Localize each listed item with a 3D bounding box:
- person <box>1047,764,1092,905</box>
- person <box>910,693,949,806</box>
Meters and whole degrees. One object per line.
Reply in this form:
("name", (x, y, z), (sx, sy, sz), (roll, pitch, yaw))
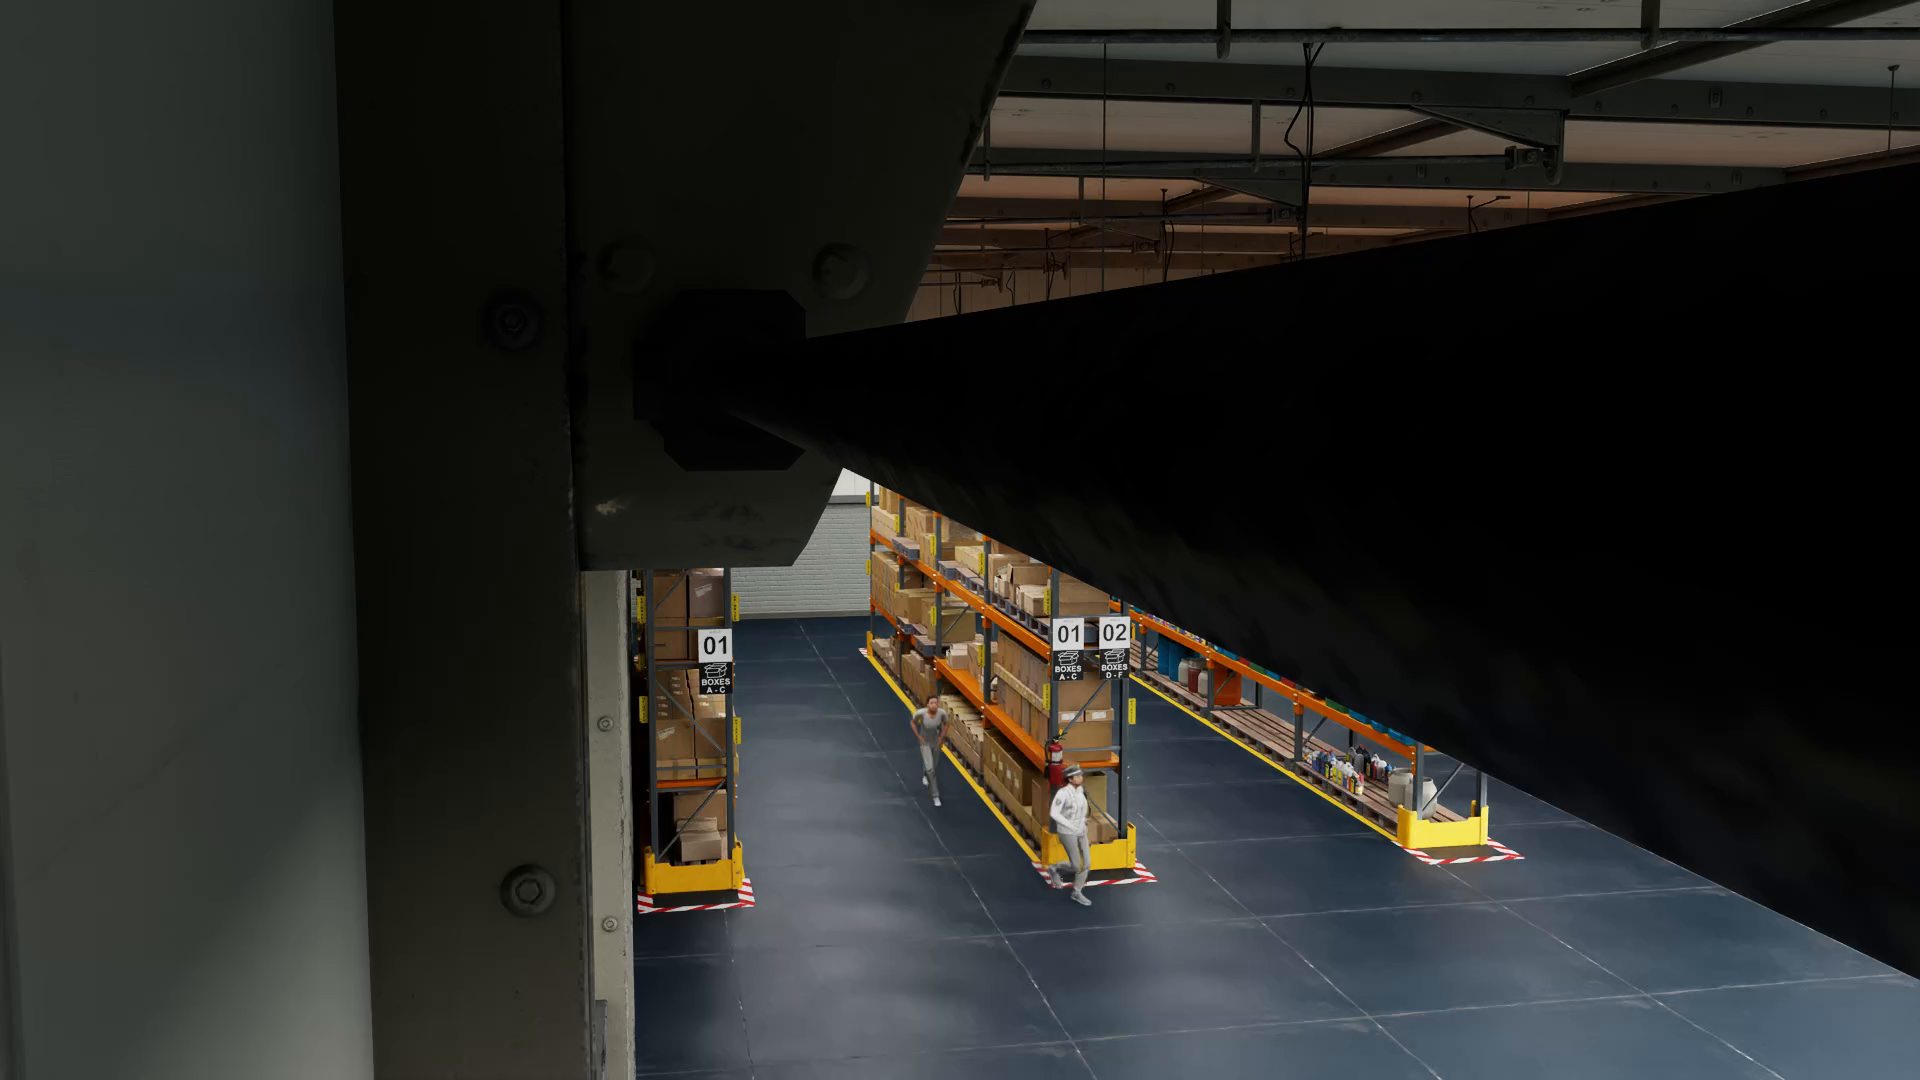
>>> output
("person", (1.308, 3.463, 19.727), (0.618, 1.677, 0.657), (6, 8, 43))
("person", (-0.459, 3.014, 24.346), (0.569, 1.659, 0.884), (-1, 6, -10))
